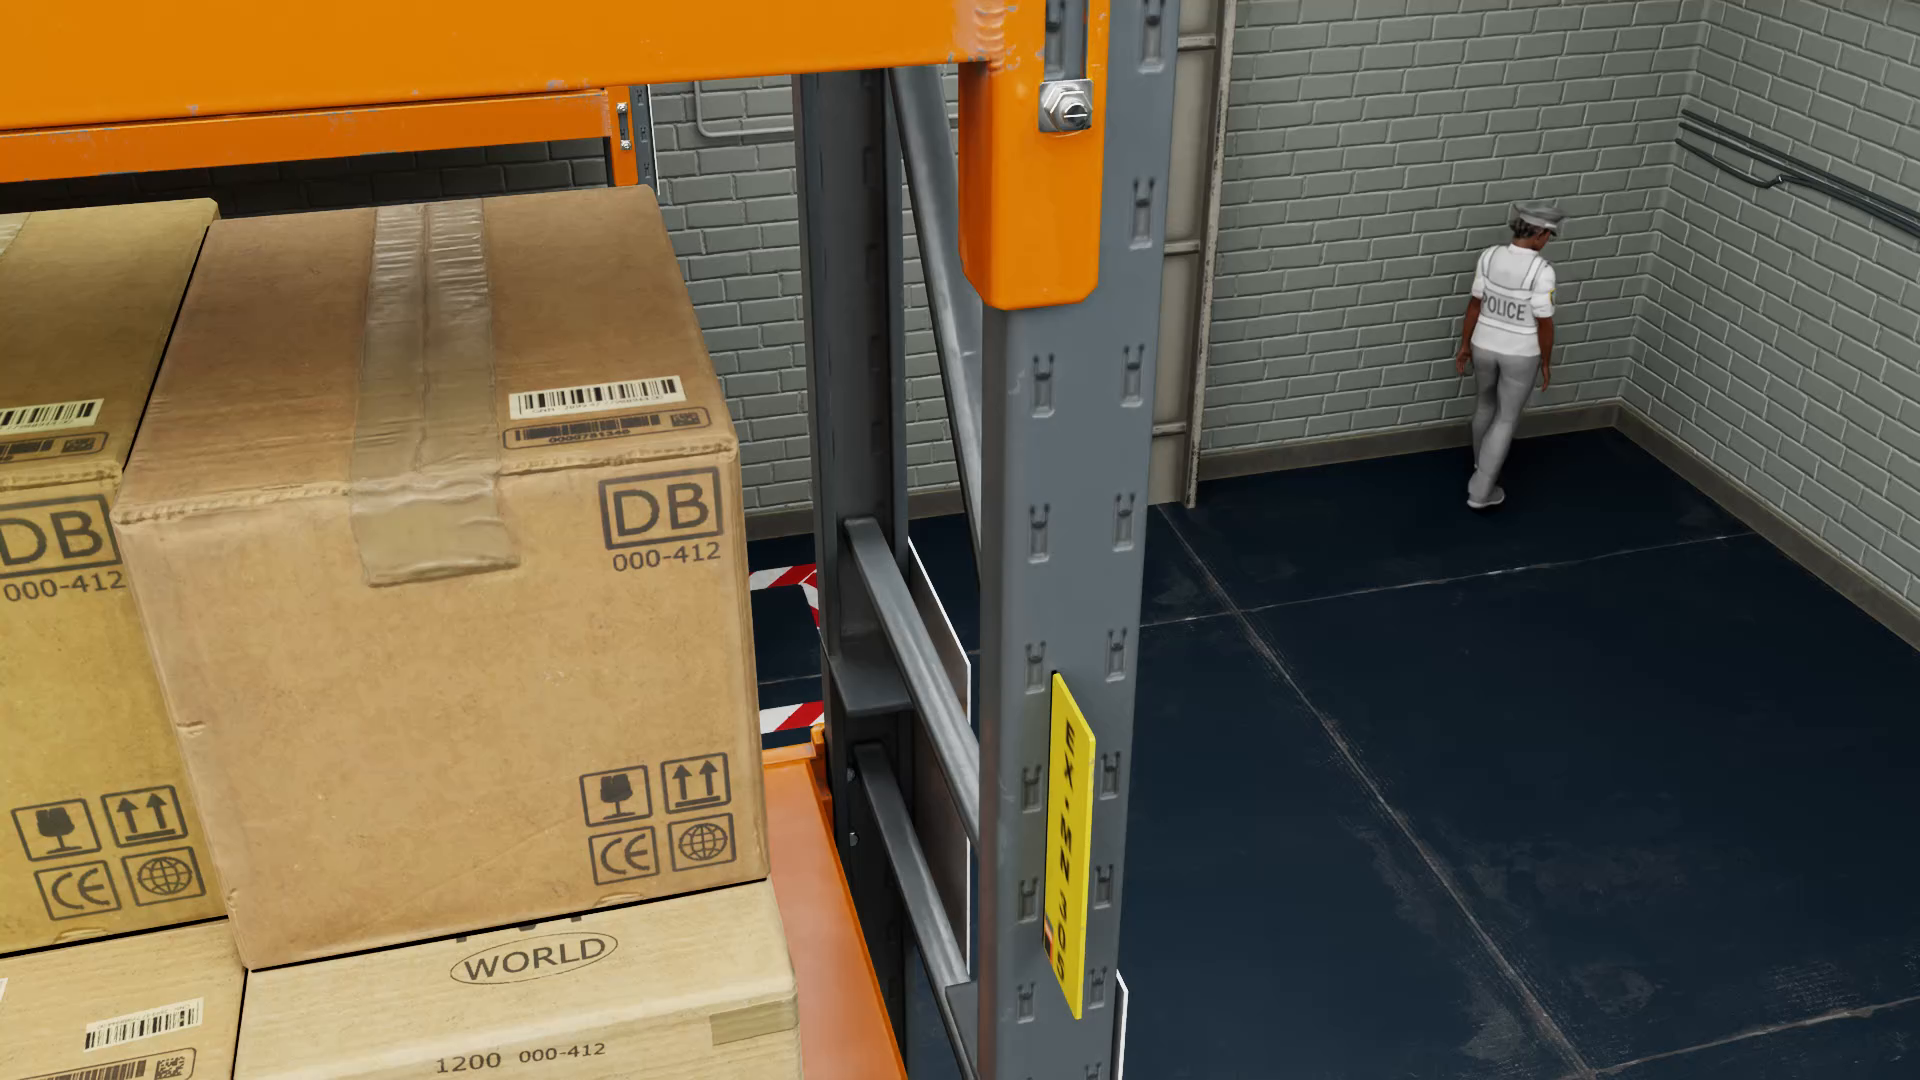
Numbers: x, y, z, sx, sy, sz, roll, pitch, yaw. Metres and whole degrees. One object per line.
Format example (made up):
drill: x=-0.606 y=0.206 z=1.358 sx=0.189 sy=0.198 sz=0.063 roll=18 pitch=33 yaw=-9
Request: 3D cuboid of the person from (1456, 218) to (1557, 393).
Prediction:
person: x=2.892 y=-1.257 z=8.623 sx=0.496 sy=0.975 sz=0.329 roll=27 pitch=40 yaw=38
